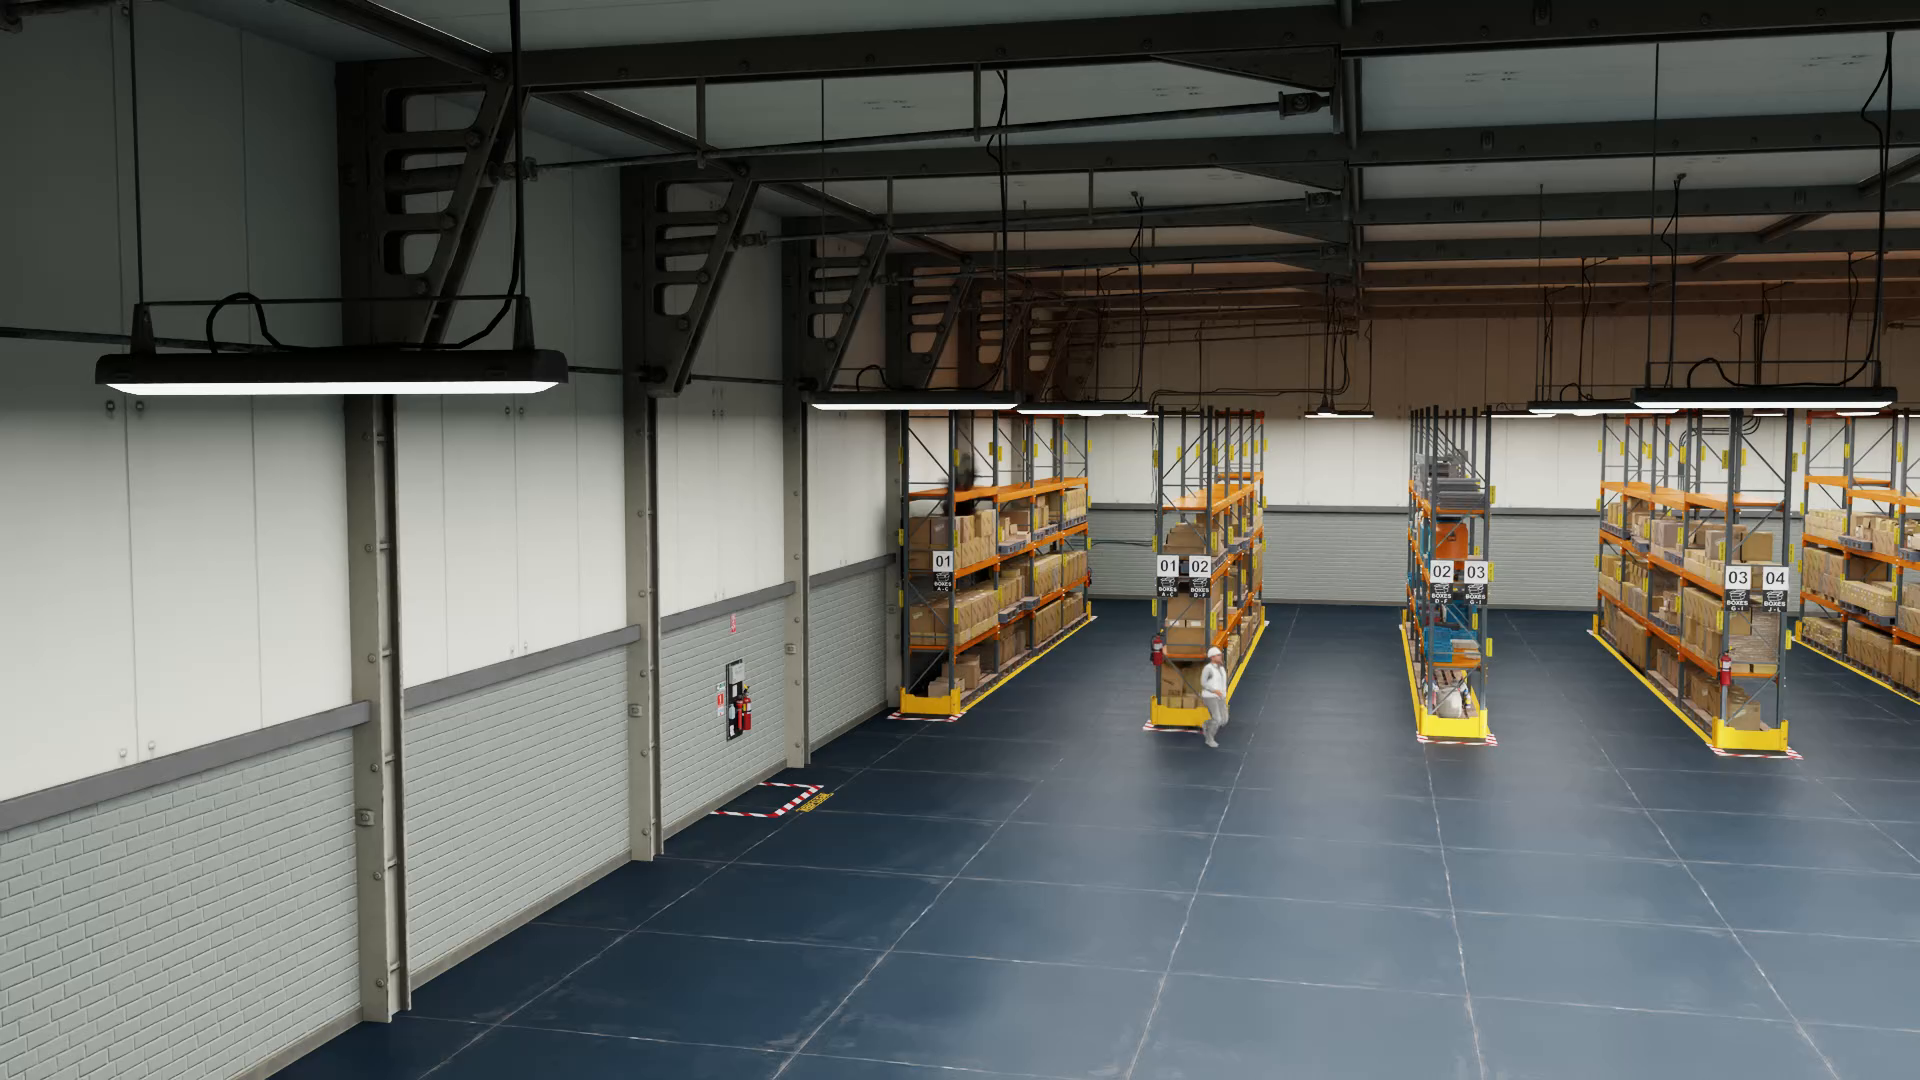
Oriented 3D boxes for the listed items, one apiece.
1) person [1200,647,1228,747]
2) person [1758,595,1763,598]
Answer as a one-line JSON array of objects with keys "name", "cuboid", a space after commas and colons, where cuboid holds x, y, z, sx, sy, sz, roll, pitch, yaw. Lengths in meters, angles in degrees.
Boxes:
[{"name": "person", "cuboid": [4.483, 2.758, 29.296, 0.611, 1.743, 0.698, 4, 6, 45]}, {"name": "person", "cuboid": [20.890, 1.745, 44.103, 0.881, 1.656, 0.641, -2, 5, -30]}]
